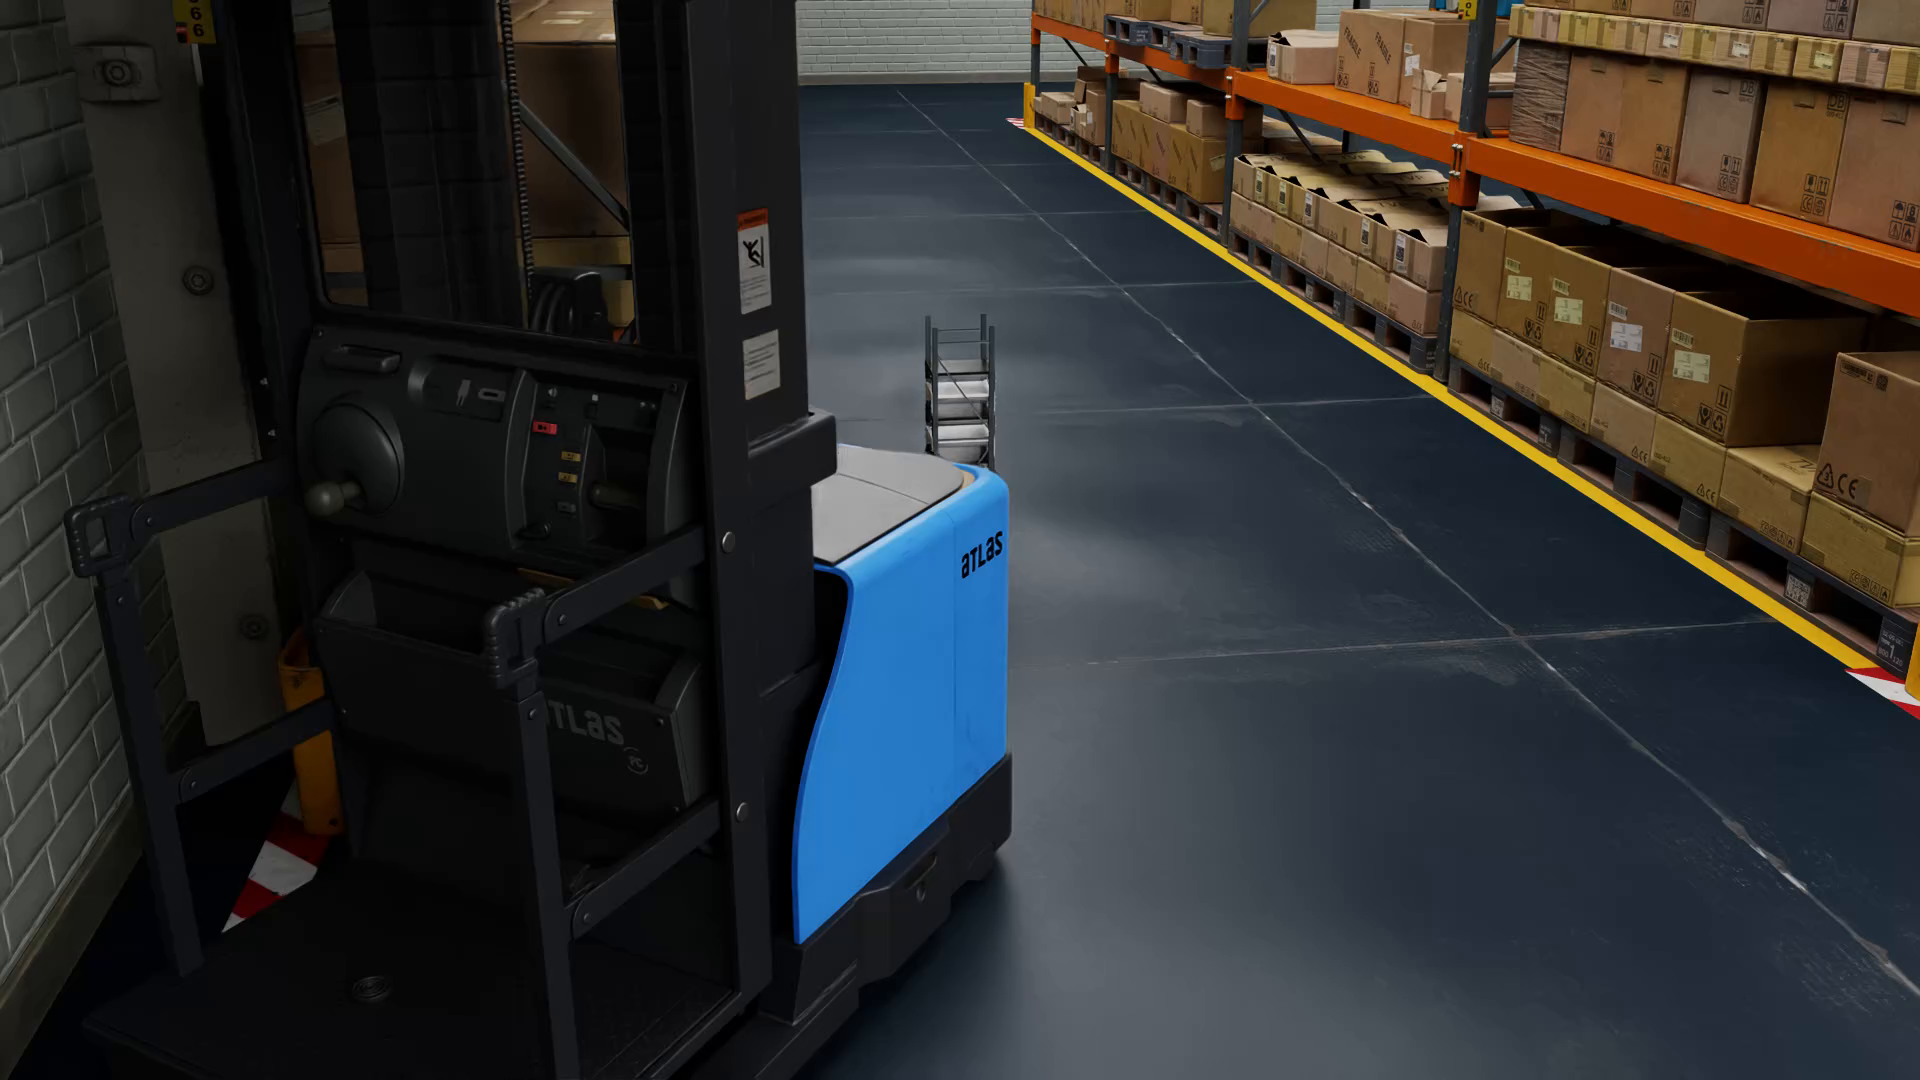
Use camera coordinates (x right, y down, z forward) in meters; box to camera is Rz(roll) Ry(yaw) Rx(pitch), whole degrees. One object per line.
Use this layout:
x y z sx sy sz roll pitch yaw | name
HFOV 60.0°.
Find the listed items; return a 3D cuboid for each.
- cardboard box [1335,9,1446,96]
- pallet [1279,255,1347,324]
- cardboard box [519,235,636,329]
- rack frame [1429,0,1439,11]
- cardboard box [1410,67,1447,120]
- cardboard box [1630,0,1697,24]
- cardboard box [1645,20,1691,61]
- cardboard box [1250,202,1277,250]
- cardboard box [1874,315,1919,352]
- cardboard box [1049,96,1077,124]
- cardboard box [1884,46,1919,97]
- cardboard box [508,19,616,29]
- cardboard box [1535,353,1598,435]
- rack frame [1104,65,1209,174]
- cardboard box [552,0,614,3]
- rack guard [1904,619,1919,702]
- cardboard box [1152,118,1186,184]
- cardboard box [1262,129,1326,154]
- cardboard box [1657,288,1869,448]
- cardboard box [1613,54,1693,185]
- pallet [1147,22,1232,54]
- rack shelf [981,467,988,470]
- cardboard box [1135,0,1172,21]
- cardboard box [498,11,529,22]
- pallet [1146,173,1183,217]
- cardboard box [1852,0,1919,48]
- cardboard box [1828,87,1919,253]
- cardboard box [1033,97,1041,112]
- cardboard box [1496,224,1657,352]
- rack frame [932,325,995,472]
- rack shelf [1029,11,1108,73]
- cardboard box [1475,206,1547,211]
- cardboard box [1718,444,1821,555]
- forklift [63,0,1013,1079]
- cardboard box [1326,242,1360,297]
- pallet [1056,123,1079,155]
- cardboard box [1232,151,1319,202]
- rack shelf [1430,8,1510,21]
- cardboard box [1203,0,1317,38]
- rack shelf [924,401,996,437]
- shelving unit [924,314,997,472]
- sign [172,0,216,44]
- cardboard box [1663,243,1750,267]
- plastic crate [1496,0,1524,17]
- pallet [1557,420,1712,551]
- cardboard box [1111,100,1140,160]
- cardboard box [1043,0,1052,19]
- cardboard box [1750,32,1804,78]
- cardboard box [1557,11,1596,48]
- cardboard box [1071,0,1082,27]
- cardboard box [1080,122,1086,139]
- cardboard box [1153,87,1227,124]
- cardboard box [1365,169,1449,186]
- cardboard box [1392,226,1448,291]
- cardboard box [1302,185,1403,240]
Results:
2.765 -3.144 10.704 0.500 0.500 0.500 -4 21 -11 | cardboard box
2.760 -1.662 10.866 1.003 0.211 1.213 -3 21 -8 | pallet
-0.997 -0.780 4.704 0.500 0.250 0.500 -4 21 -9 | cardboard box
6.256 -6.696 20.356 1.000 3.000 0.127 -3 21 -8 | rack frame
2.775 -2.525 9.380 0.396 0.266 0.258 -3 21 -9 | cardboard box
3.299 -2.445 6.979 0.700 0.500 0.500 -3 21 -8 | cardboard box
3.120 -2.094 6.966 0.380 0.149 0.250 -4 21 -9 | cardboard box
2.365 -2.216 11.691 0.500 0.250 0.500 -3 21 -9 | cardboard box
3.729 -0.537 6.125 0.500 0.500 0.500 -3 21 -8 | cardboard box
1.296 -4.816 18.625 0.500 0.250 0.500 -3 21 -8 | cardboard box
3.341 -1.560 5.535 0.380 0.149 0.250 -3 21 -9 | cardboard box
-1.074 -1.299 5.020 0.500 0.500 0.500 -3 21 -8 | cardboard box
2.984 -0.678 7.575 0.500 0.250 0.500 -3 21 -8 | cardboard box
1.930 -5.062 15.983 1.000 3.000 0.127 -3 21 -8 | rack frame
-1.304 -1.836 6.459 0.500 0.500 0.500 -4 21 -9 | cardboard box
3.664 0.272 5.274 1.175 0.500 0.348 -3 21 -8 | rack guard
1.984 -3.385 14.436 0.500 0.500 0.500 -4 21 -10 | cardboard box
2.643 -3.065 13.580 0.500 0.500 0.500 -4 21 -10 | cardboard box
3.130 -0.683 6.517 0.500 0.500 0.500 -3 21 -8 | cardboard box
3.305 -1.830 7.185 0.700 0.500 0.500 -3 21 -7 | cardboard box
2.222 -4.260 14.110 1.003 0.211 1.213 -3 21 -8 | pallet
-0.001 -0.225 6.641 0.258 0.077 0.200 -3 21 -8 | rack shelf
1.939 -4.896 14.793 0.700 0.500 0.500 0 20 1 | cardboard box
-1.661 -1.453 5.433 0.500 0.500 0.500 -3 21 -9 | cardboard box
2.264 -3.053 14.588 1.003 0.211 1.213 -3 21 -8 | pallet
3.517 -1.924 5.584 0.700 0.500 0.500 -3 21 -9 | cardboard box
3.525 -1.298 5.762 0.700 0.500 0.500 -2 21 -6 | cardboard box
1.074 -5.155 19.678 0.380 0.149 0.250 -3 21 -8 | cardboard box
2.920 -1.203 7.908 0.500 0.500 0.500 -3 21 -8 | cardboard box
0.014 -0.389 6.472 0.240 0.900 0.006 -3 21 -8 | rack frame
1.642 -5.418 17.962 1.077 0.370 4.000 -3 21 -8 | rack shelf
3.204 -1.793 9.758 0.500 0.311 0.500 -3 21 -8 | cardboard box
3.207 -0.159 6.185 0.500 0.250 0.500 -3 21 -8 | cardboard box
-1.003 -0.167 2.975 1.130 2.935 3.031 11 23 26 | forklift
2.592 -1.682 10.263 0.500 0.250 0.500 -2 21 -7 | cardboard box
1.653 -4.417 18.241 1.003 0.211 1.213 -3 21 -8 | pallet
2.292 -2.652 12.059 0.500 0.311 0.500 -2 21 -6 | cardboard box
6.544 -5.666 18.628 1.077 0.370 4.000 -3 21 -8 | rack shelf
2.305 -4.133 12.752 0.700 0.500 0.500 -10 23 -26 | cardboard box
-0.001 -0.477 6.546 0.258 0.077 0.200 -3 21 -8 | rack shelf
-0.001 -0.424 6.566 0.258 0.900 0.210 -3 21 -8 | shelving unit
-1.793 -1.326 3.872 0.100 0.325 0.005 -3 21 -8 | sign
3.503 -1.056 7.514 0.500 0.500 0.500 -3 21 -8 | cardboard box
6.199 -5.983 18.603 0.416 0.233 0.300 -3 21 -8 | plastic crate
3.336 -0.285 7.178 1.003 0.211 1.213 -3 21 -8 | pallet
1.759 -3.917 15.862 0.500 0.500 0.500 -4 21 -10 | cardboard box
1.236 -6.149 18.749 0.500 0.500 0.500 -3 21 -8 | cardboard box
3.229 -1.829 6.256 0.380 0.149 0.250 -2 21 -6 | cardboard box
3.006 -2.364 7.689 0.380 0.149 0.250 -3 21 -9 | cardboard box
1.452 -5.625 17.347 0.500 0.500 0.500 -2 21 -7 | cardboard box
1.454 -4.243 17.234 0.380 0.149 0.250 -3 21 -8 | cardboard box
1.976 -3.749 14.338 0.500 0.250 0.500 -3 21 -9 | cardboard box
2.978 -2.325 11.183 0.500 0.311 0.500 -3 21 -8 | cardboard box
2.742 -1.589 9.213 0.500 0.311 0.500 -3 21 -8 | cardboard box
2.522 -2.116 10.623 0.500 0.311 0.500 -3 21 -8 | cardboard box
